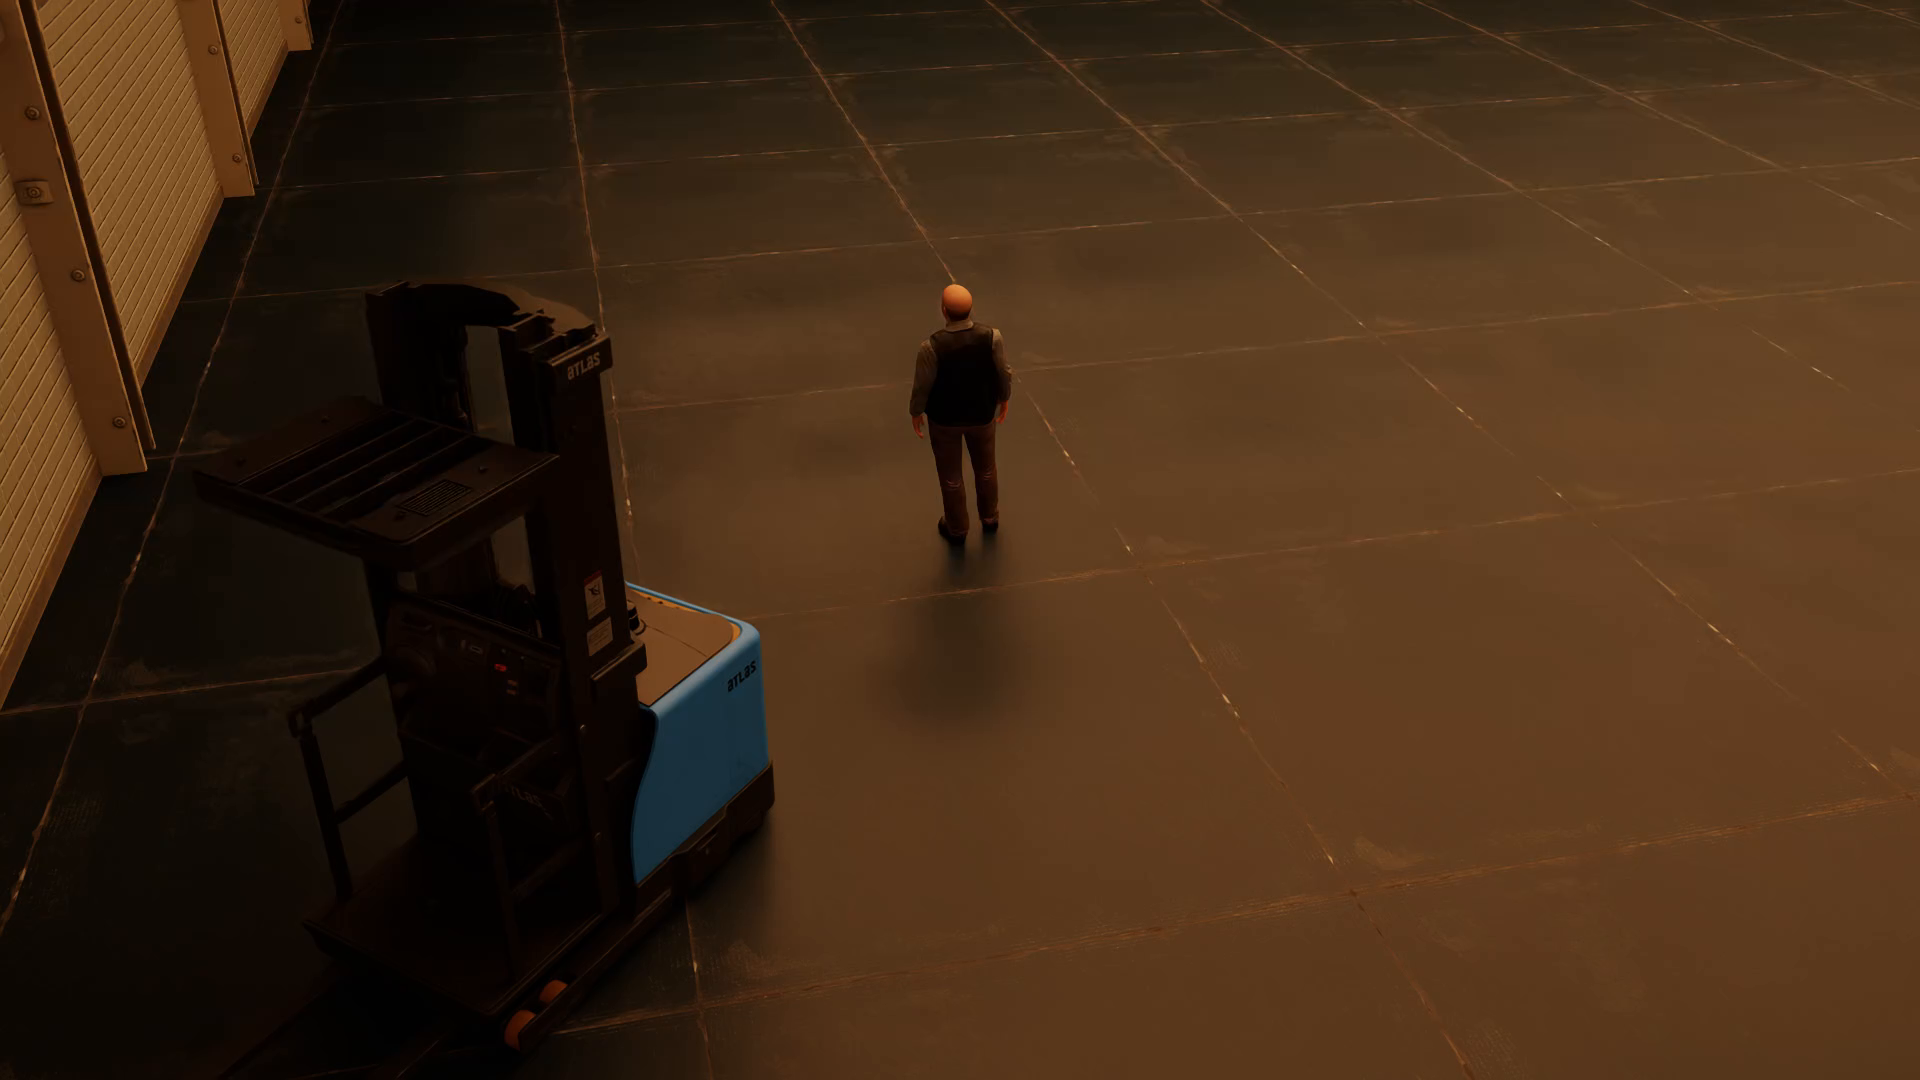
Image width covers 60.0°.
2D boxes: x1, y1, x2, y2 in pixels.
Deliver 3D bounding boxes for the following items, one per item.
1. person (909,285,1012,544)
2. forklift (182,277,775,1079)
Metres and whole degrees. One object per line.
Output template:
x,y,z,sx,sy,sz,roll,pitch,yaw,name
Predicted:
-0.007,-0.782,10.119,0.632,1.720,0.568,-7,31,-12,person
-2.083,0.575,6.581,1.130,2.935,3.031,16,34,26,forklift
